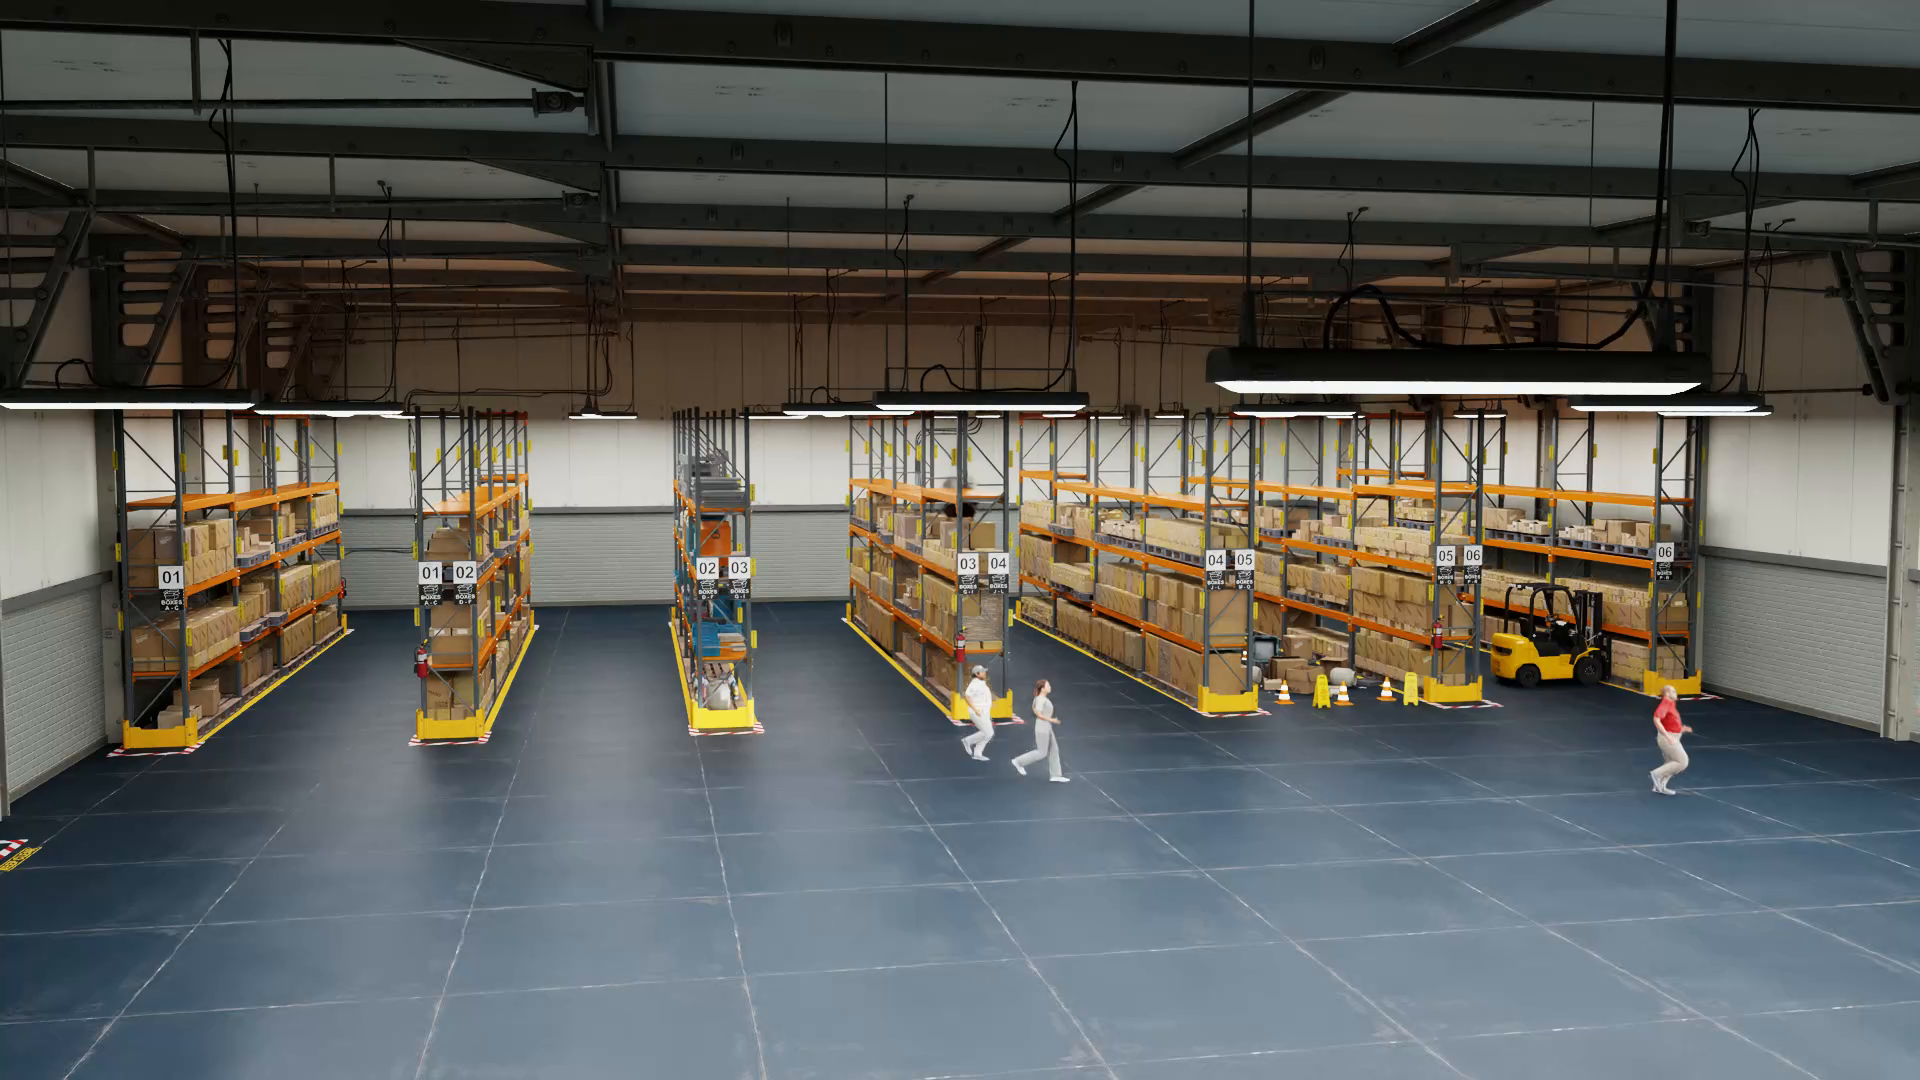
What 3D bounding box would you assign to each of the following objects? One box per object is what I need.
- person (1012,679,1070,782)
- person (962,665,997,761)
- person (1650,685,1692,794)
[{"bbox_3d":[1.289,3.022,26.375,0.913,1.657,0.569,1,4,9],"label":"person"},{"bbox_3d":[0.338,2.921,28.101,0.549,1.623,0.608,1,4,16],"label":"person"},{"bbox_3d":[10.912,3.073,25.503,0.590,1.680,0.657,2,4,21],"label":"person"}]
